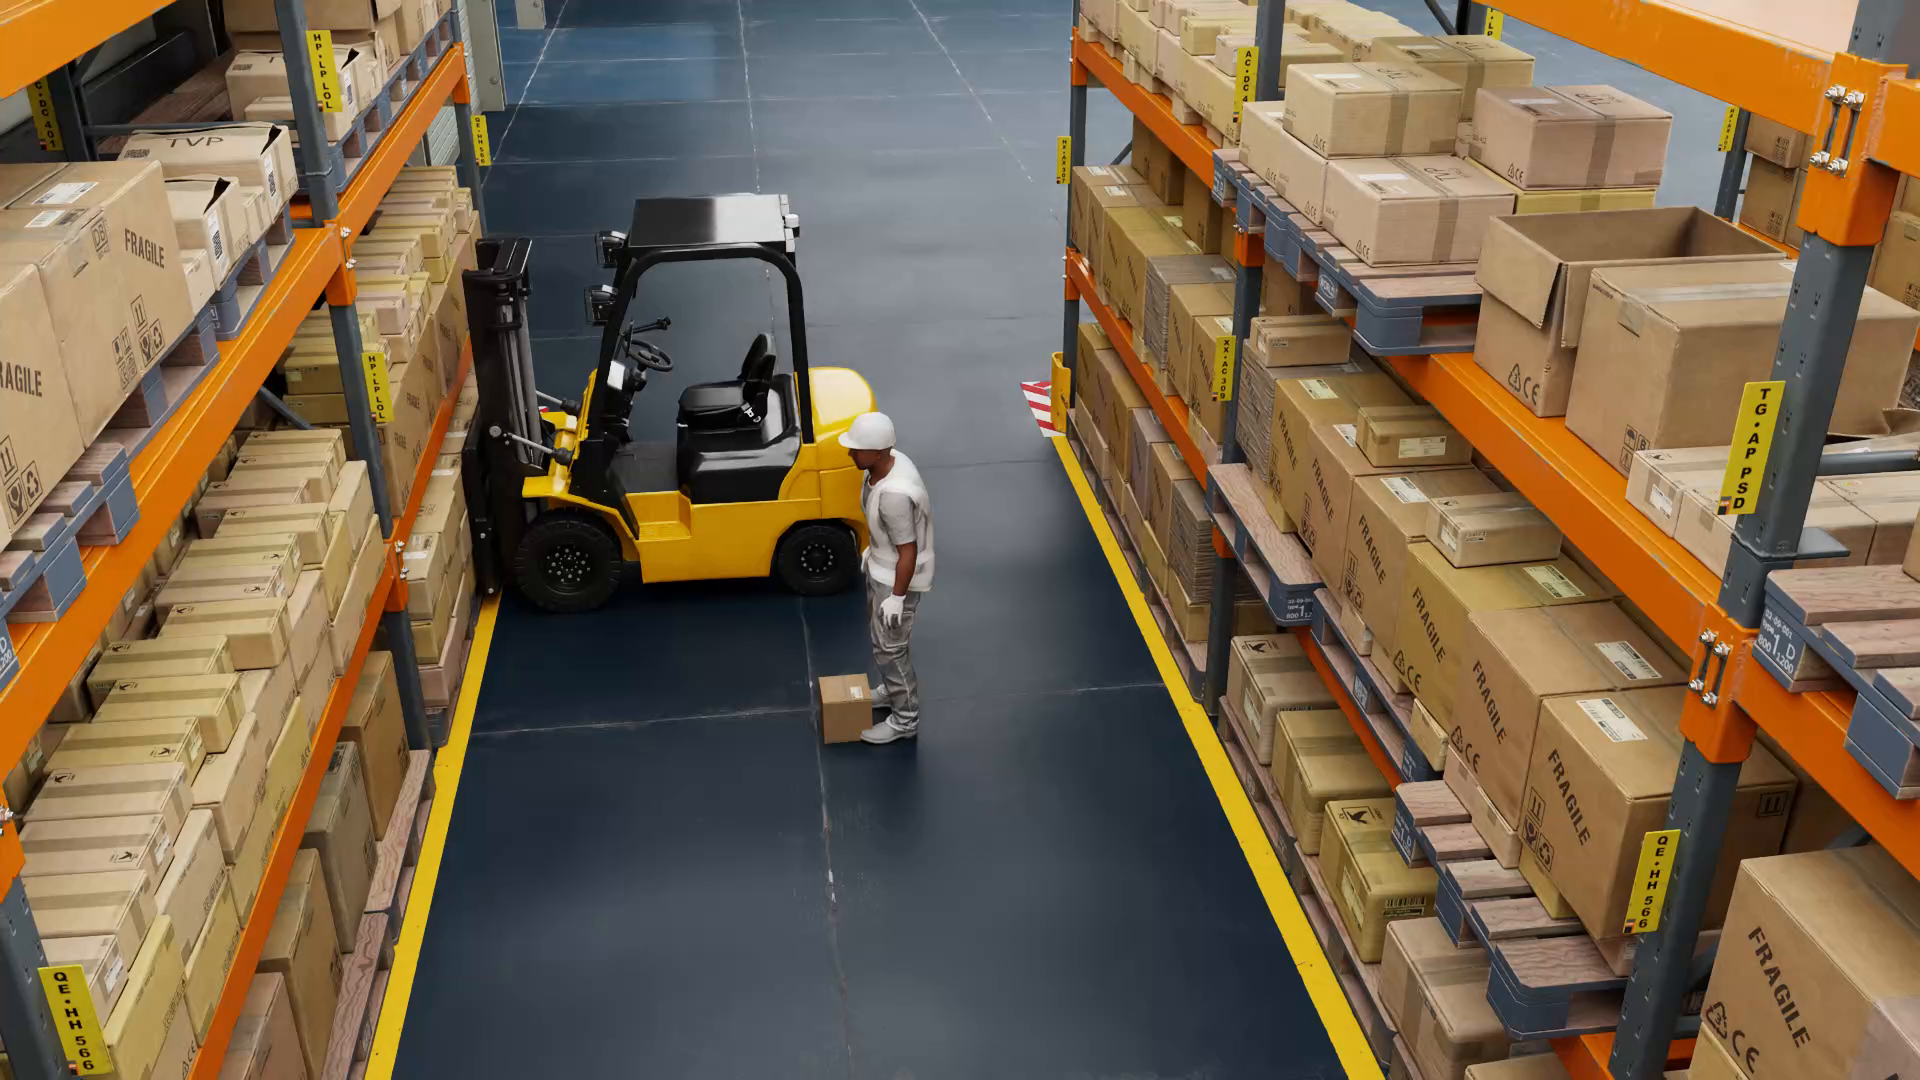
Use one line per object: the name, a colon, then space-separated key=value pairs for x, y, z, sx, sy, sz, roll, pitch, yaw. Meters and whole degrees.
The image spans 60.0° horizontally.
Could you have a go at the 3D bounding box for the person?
person: x=-0.360 y=0.177 z=8.257 sx=0.448 sy=1.773 sz=0.628 roll=-5 pitch=27 yaw=-10
